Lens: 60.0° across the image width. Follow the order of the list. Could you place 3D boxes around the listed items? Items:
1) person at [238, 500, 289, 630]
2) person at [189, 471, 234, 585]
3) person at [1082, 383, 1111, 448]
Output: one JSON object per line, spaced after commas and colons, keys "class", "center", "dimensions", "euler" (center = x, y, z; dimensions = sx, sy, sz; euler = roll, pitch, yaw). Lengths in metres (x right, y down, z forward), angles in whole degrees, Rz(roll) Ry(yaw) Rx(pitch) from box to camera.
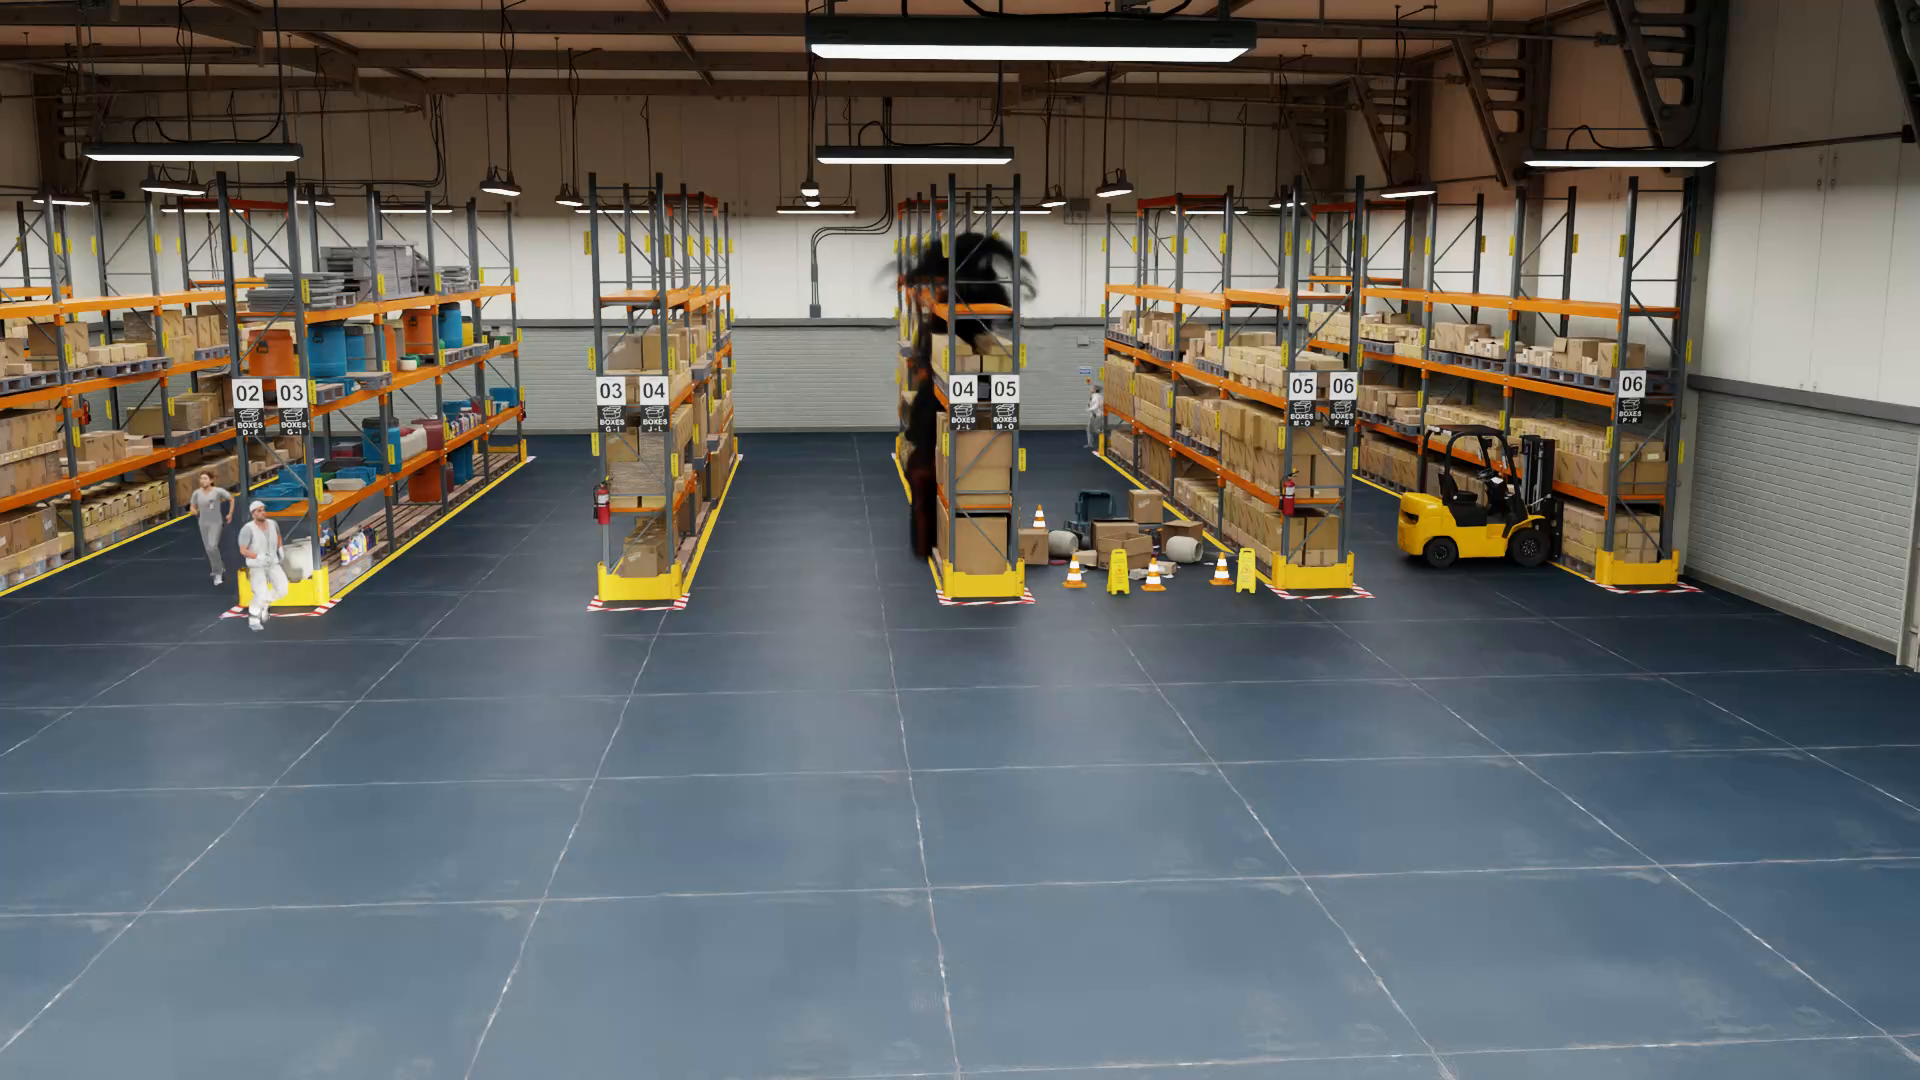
{"class": "person", "center": [-9.079, 0.337, 21.776], "dimensions": [0.698, 1.737, 0.696], "euler": [7, 12, 36]}
{"class": "person", "center": [-11.254, -0.181, 25.028], "dimensions": [0.584, 1.740, 0.732], "euler": [0, 10, 0]}
{"class": "person", "center": [3.436, -3.090, 41.533], "dimensions": [0.791, 1.685, 0.660], "euler": [2, 10, 9]}
